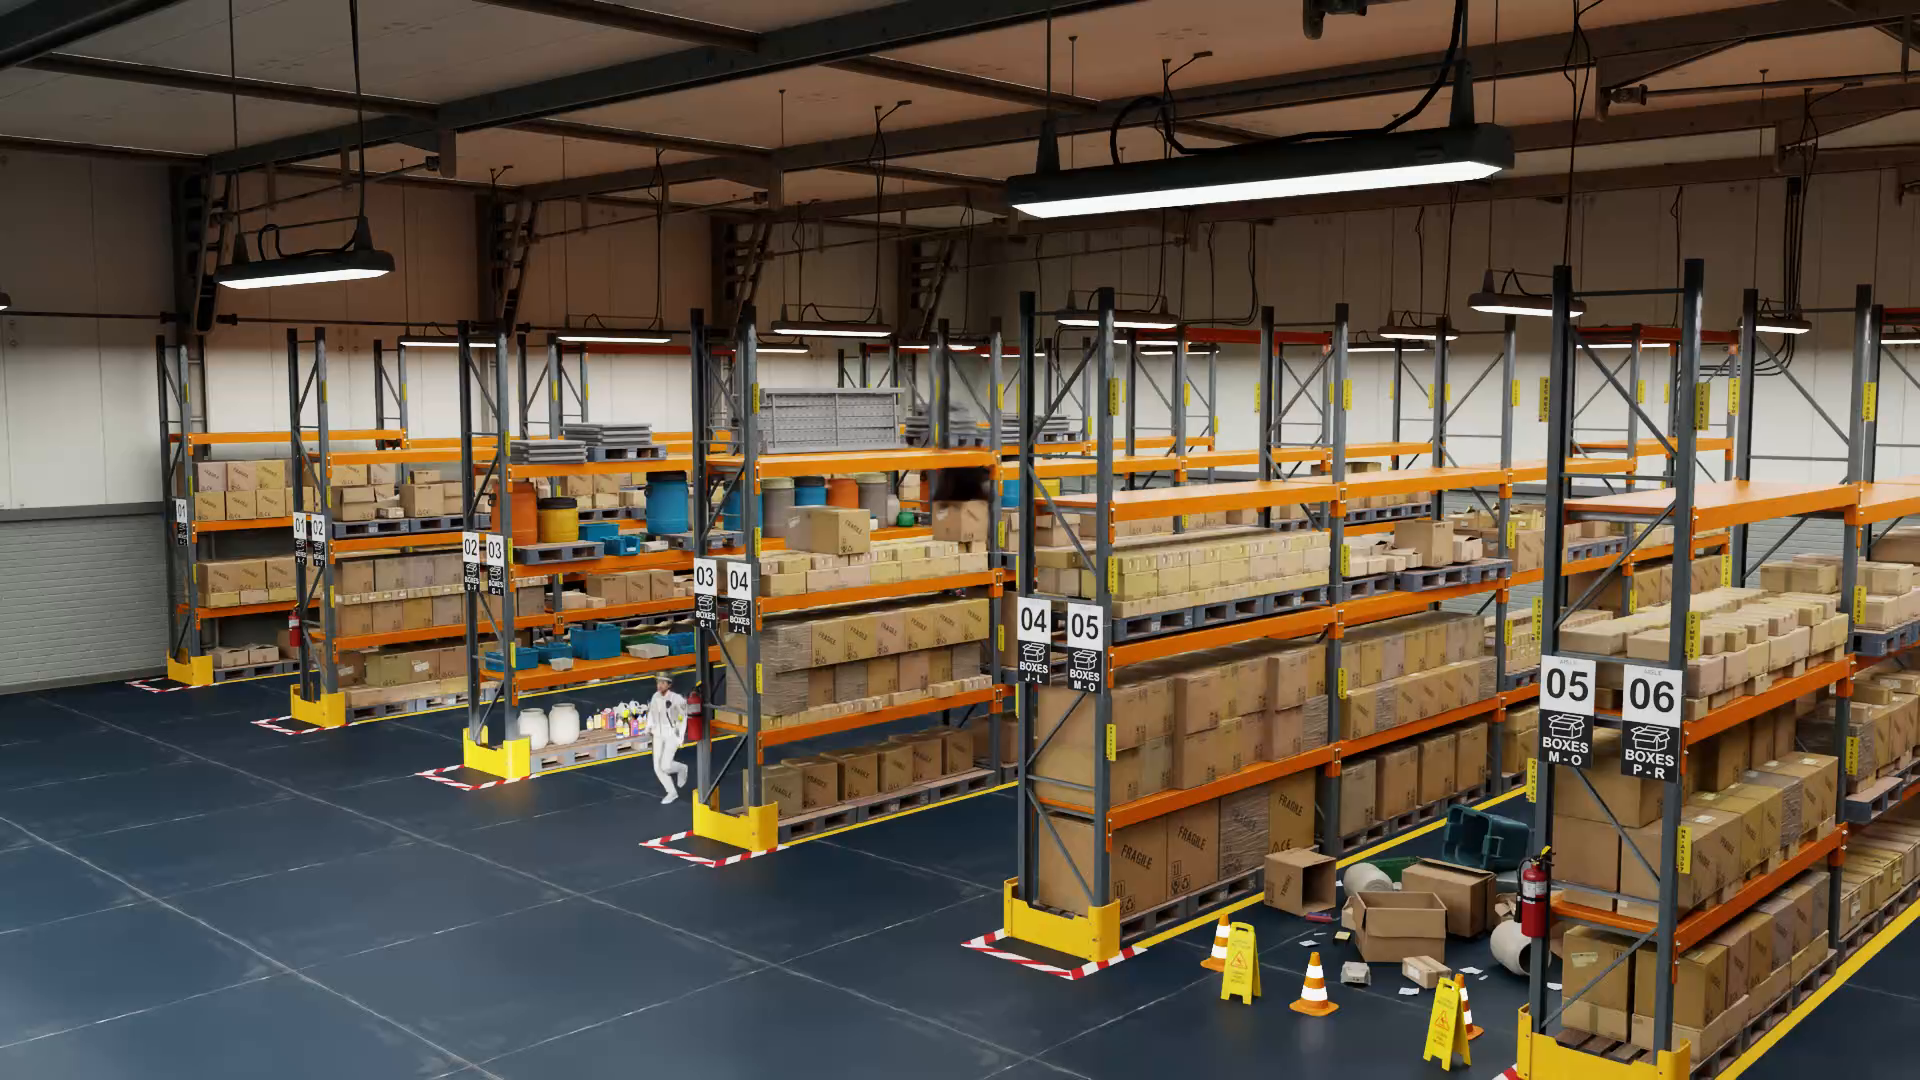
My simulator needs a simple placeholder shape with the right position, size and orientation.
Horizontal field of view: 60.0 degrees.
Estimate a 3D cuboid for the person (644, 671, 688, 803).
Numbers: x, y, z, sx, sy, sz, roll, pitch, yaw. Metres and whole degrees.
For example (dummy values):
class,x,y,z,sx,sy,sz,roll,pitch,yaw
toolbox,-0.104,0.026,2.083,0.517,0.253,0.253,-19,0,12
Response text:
class,x,y,z,sx,sy,sz,roll,pitch,yaw
person,-3.635,2.426,20.600,0.605,1.639,0.565,3,6,25
